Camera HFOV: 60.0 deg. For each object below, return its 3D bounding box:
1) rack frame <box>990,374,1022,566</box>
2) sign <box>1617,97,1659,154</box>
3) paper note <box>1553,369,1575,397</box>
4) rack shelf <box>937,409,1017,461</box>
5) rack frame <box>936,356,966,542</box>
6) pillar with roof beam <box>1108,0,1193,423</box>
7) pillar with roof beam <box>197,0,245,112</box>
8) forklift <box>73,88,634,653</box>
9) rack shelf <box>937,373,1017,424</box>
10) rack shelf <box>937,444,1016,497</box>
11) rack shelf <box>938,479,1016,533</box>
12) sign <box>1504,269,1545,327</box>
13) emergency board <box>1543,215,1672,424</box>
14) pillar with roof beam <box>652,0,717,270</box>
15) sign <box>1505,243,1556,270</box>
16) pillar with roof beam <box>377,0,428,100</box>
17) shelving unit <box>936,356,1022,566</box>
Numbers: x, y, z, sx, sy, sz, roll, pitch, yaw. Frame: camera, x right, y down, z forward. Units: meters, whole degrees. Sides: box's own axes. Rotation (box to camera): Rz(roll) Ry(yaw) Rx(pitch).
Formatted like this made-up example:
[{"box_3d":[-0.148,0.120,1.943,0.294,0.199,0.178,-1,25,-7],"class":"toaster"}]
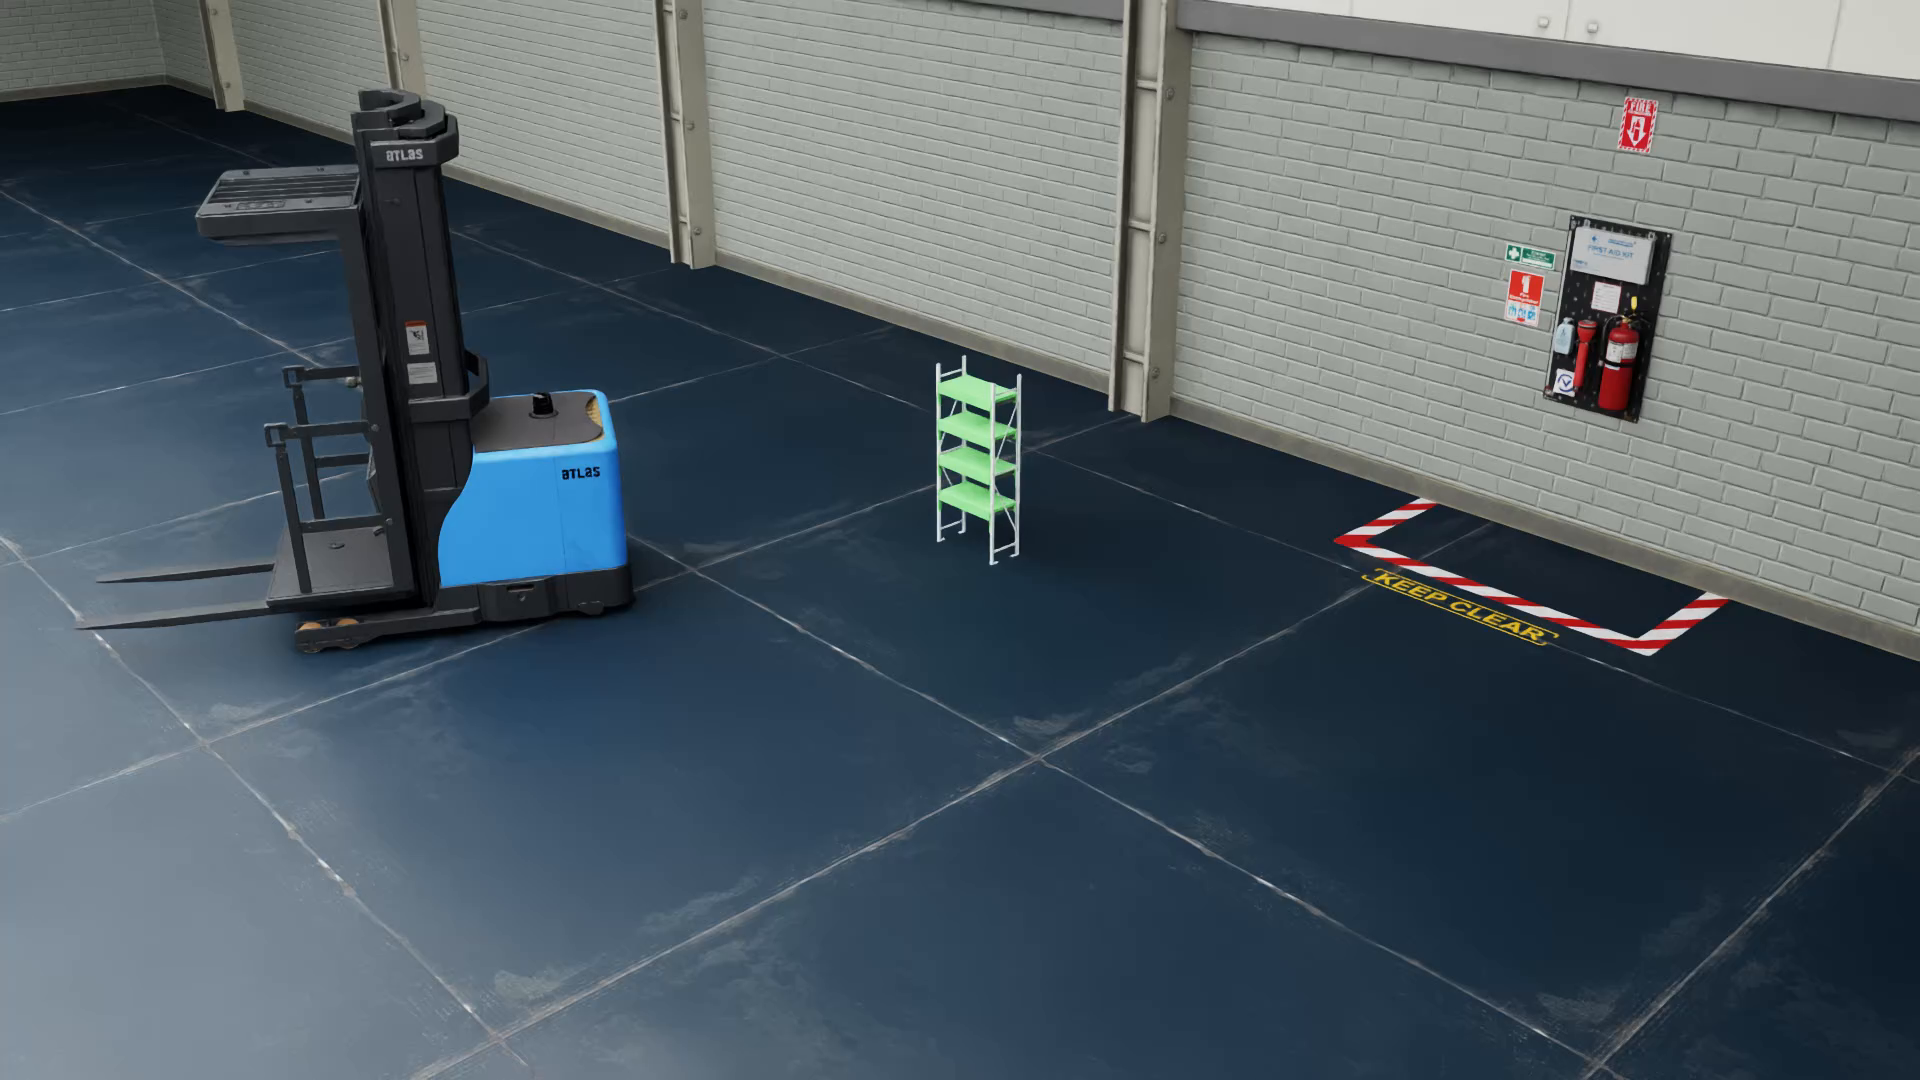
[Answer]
[{"box_3d":[0.280,-0.422,10.229,0.240,1.200,0.015,-21,32,-38],"class":"rack frame"},{"box_3d":[3.905,-2.391,9.584,0.001,0.298,0.199,-21,32,-38],"class":"sign"},{"box_3d":[3.768,-0.978,10.341,0.016,0.148,0.142,-21,32,-38],"class":"paper note"},{"box_3d":[0.113,-0.656,10.318,0.258,0.148,0.480,-21,32,-38],"class":"rack shelf"},{"box_3d":[-0.054,-0.570,10.553,0.240,1.200,0.015,-21,32,-38],"class":"rack frame"},{"box_3d":[-1.744,-3.872,8.396,9.100,9.000,0.400,-21,32,-38],"class":"pillar with roof beam"},{"box_3d":[-14.047,-9.326,20.350,9.100,9.000,0.400,-21,32,-38],"class":"pillar with roof beam"},{"box_3d":[-3.506,-0.942,9.283,3.031,2.935,1.130,-6,25,-14],"class":"forklift"},{"box_3d":[0.113,-0.874,10.218,0.258,0.148,0.480,-21,32,-38],"class":"rack shelf"},{"box_3d":[0.113,-0.438,10.418,0.258,0.148,0.480,-21,32,-38],"class":"rack shelf"},{"box_3d":[0.113,-0.219,10.517,0.258,0.148,0.480,-21,32,-38],"class":"rack shelf"},{"box_3d":[3.536,-1.519,10.422,0.001,0.329,0.234,-21,32,-38],"class":"sign"},{"box_3d":[3.838,-1.306,9.998,0.194,1.169,0.643,-21,32,-38],"class":"emergency board"},{"box_3d":[-5.845,-5.690,12.380,9.100,9.000,0.400,-21,32,-38],"class":"pillar with roof beam"},{"box_3d":[3.532,-1.756,10.303,0.001,0.109,0.331,-21,32,-38],"class":"sign"},{"box_3d":[-9.946,-7.508,16.365,9.100,9.000,0.400,-21,32,-38],"class":"pillar with roof beam"},{"box_3d":[0.113,-0.496,10.391,0.258,1.200,0.503,-21,32,-38],"class":"shelving unit"}]
